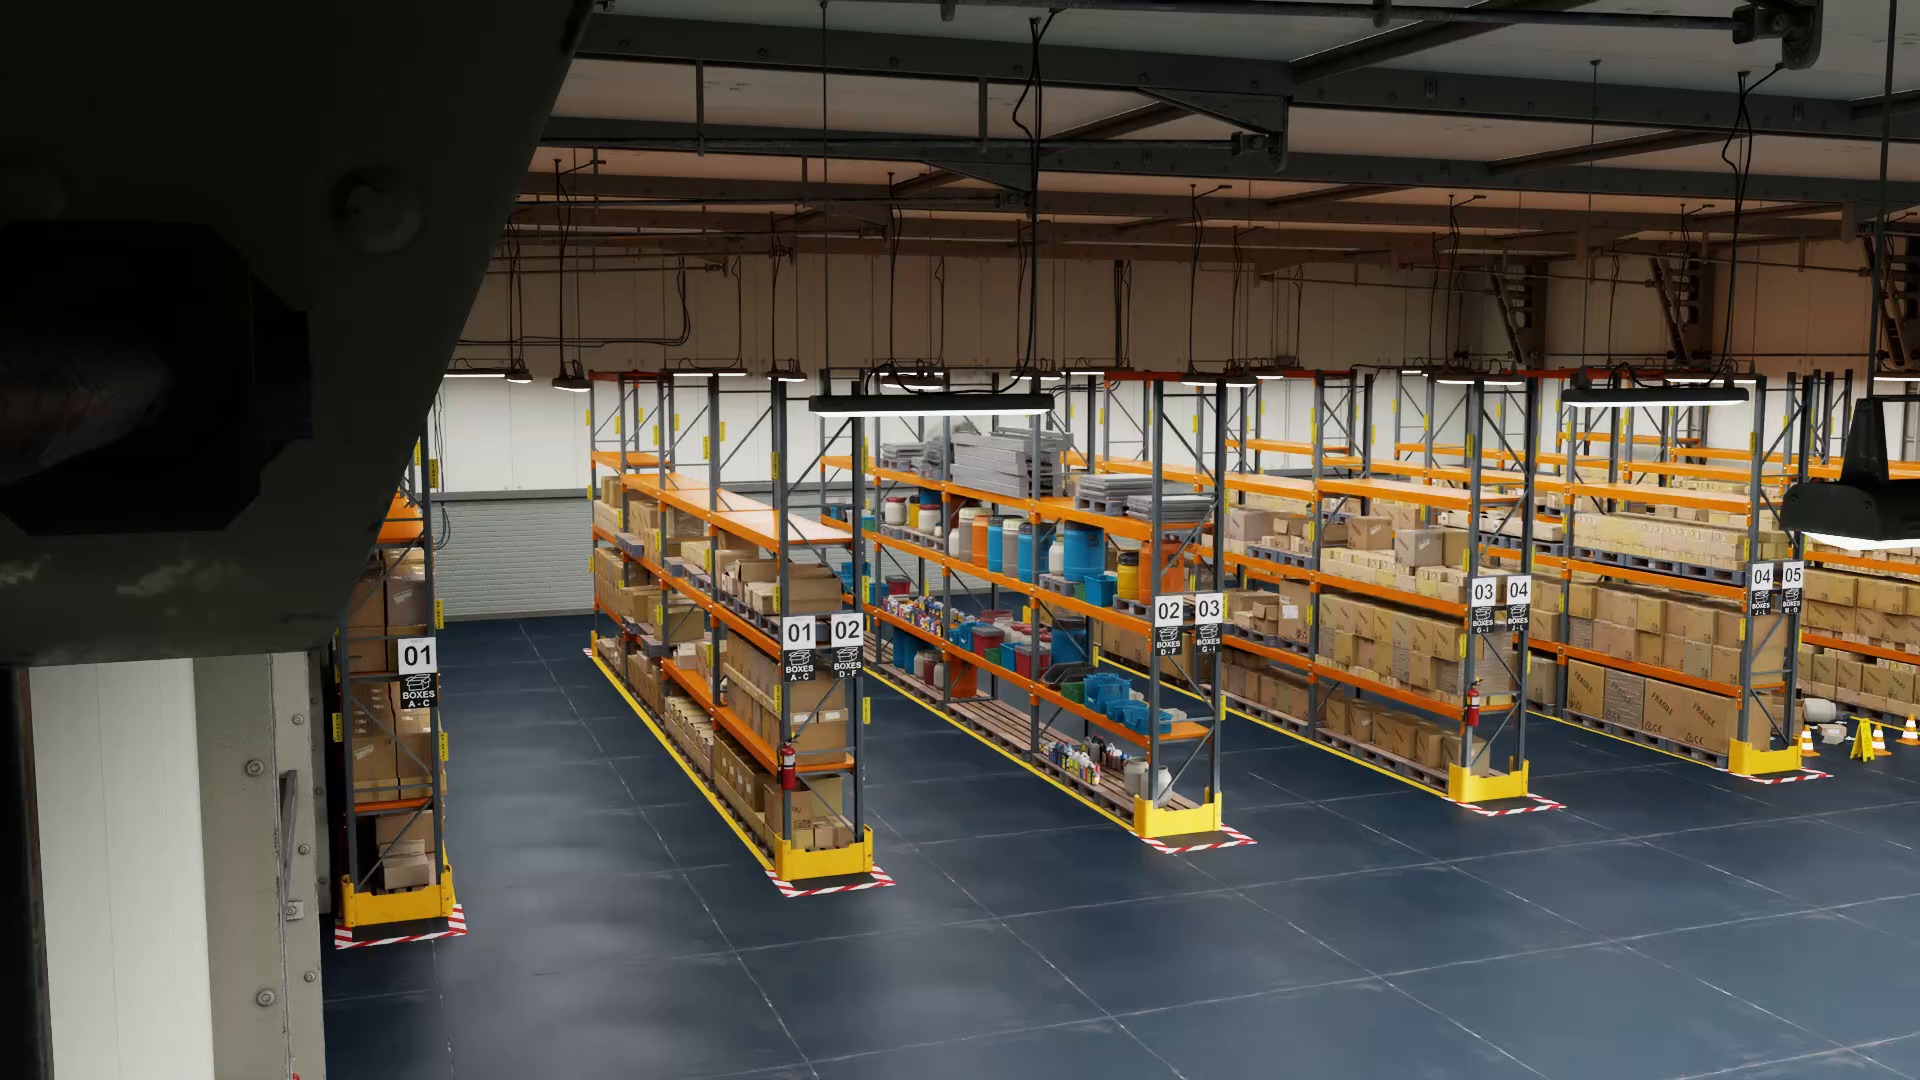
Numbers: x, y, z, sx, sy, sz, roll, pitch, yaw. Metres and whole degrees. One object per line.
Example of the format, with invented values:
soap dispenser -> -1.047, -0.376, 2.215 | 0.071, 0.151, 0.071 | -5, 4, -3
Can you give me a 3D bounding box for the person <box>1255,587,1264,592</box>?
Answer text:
person -> 6.072, 1.775, 33.780 | 0.582, 1.611, 0.561 | -3, 7, -28
